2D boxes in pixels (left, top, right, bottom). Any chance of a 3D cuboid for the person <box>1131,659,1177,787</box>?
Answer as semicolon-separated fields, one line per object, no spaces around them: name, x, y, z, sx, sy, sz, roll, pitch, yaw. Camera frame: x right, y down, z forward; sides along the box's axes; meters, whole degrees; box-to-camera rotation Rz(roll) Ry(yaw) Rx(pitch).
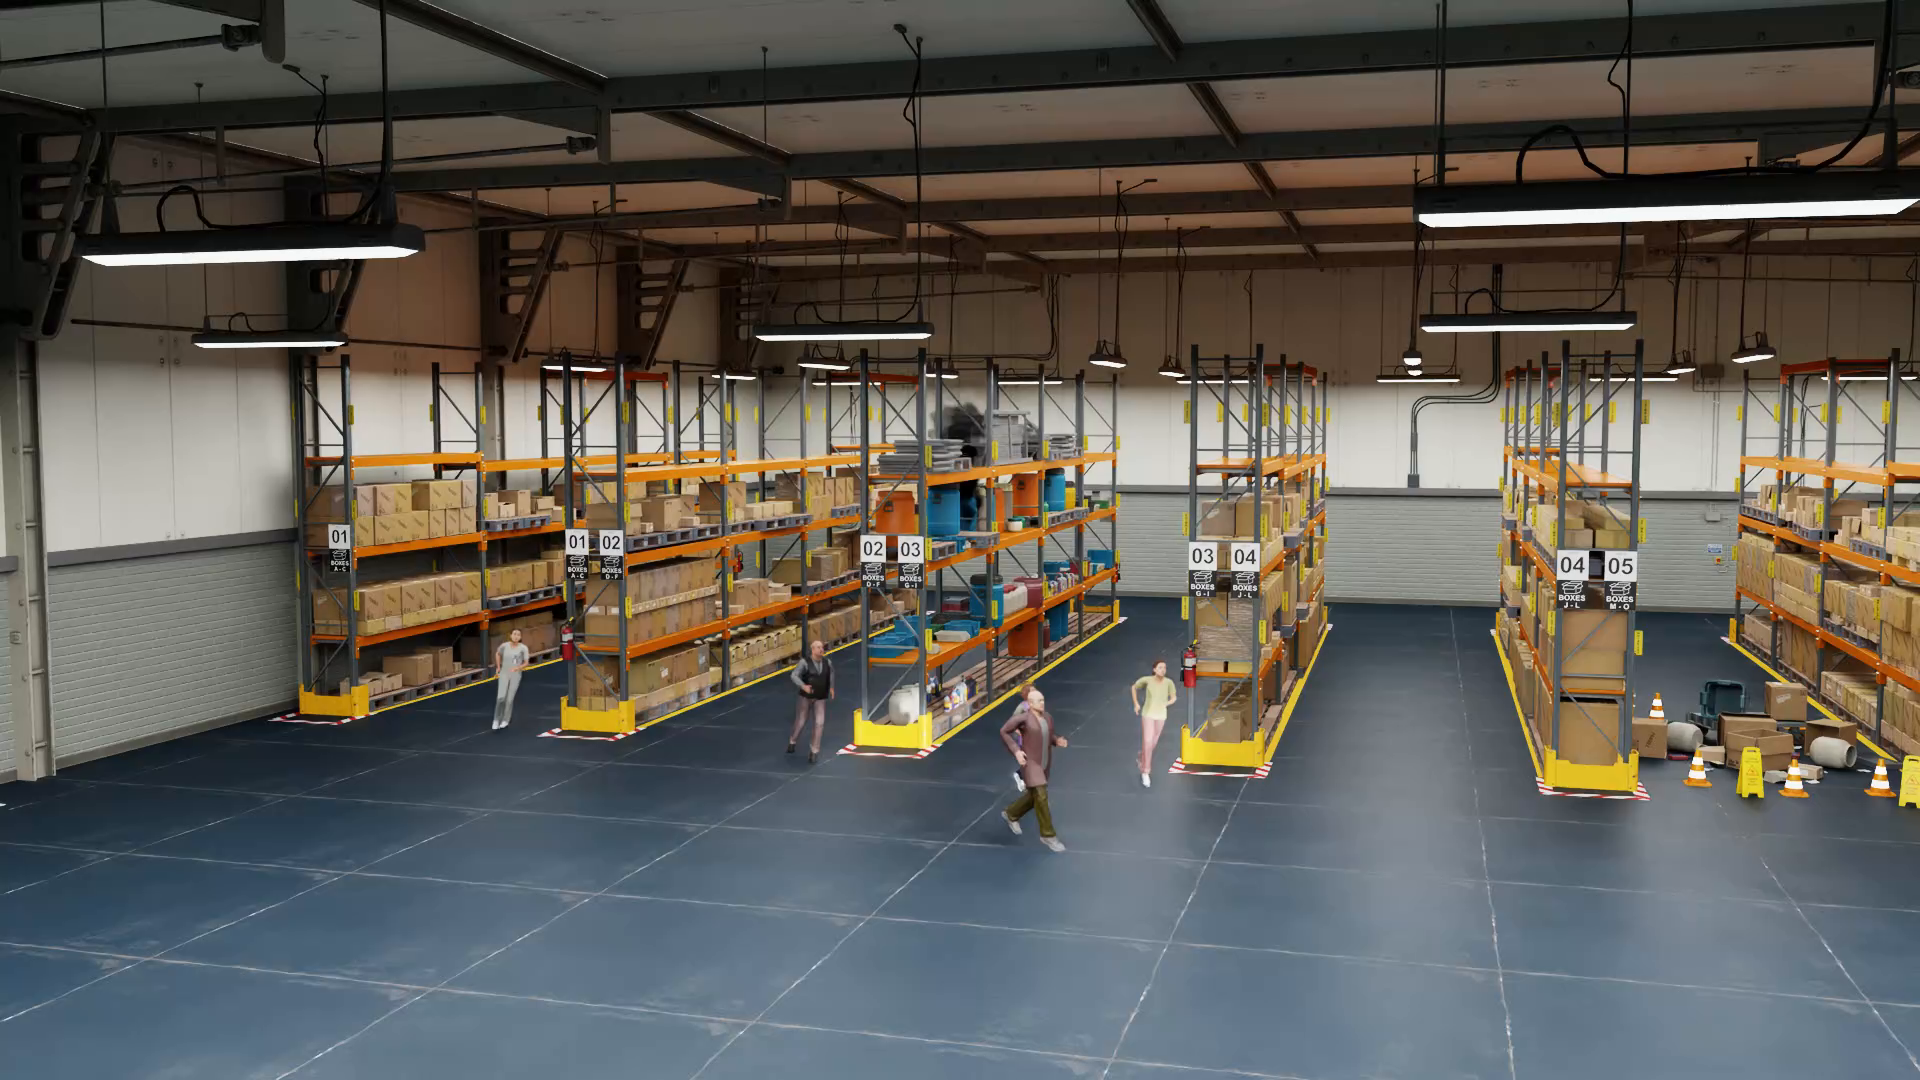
person;2.689;2.460;22.874;0.594;1.678;0.906;-1;4;-11

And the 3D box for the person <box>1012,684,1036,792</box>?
person;0.865;2.619;21.442;0.537;1.549;0.594;-4;6;-42

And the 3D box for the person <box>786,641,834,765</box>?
person;-2.126;2.339;24.229;0.730;1.739;0.833;-2;5;-20

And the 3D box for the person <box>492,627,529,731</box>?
person;-7.157;2.200;26.489;0.597;1.639;0.613;-1;4;-9

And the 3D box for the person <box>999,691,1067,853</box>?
person;0.857;2.650;19.351;1.041;1.805;0.690;4;6;42
